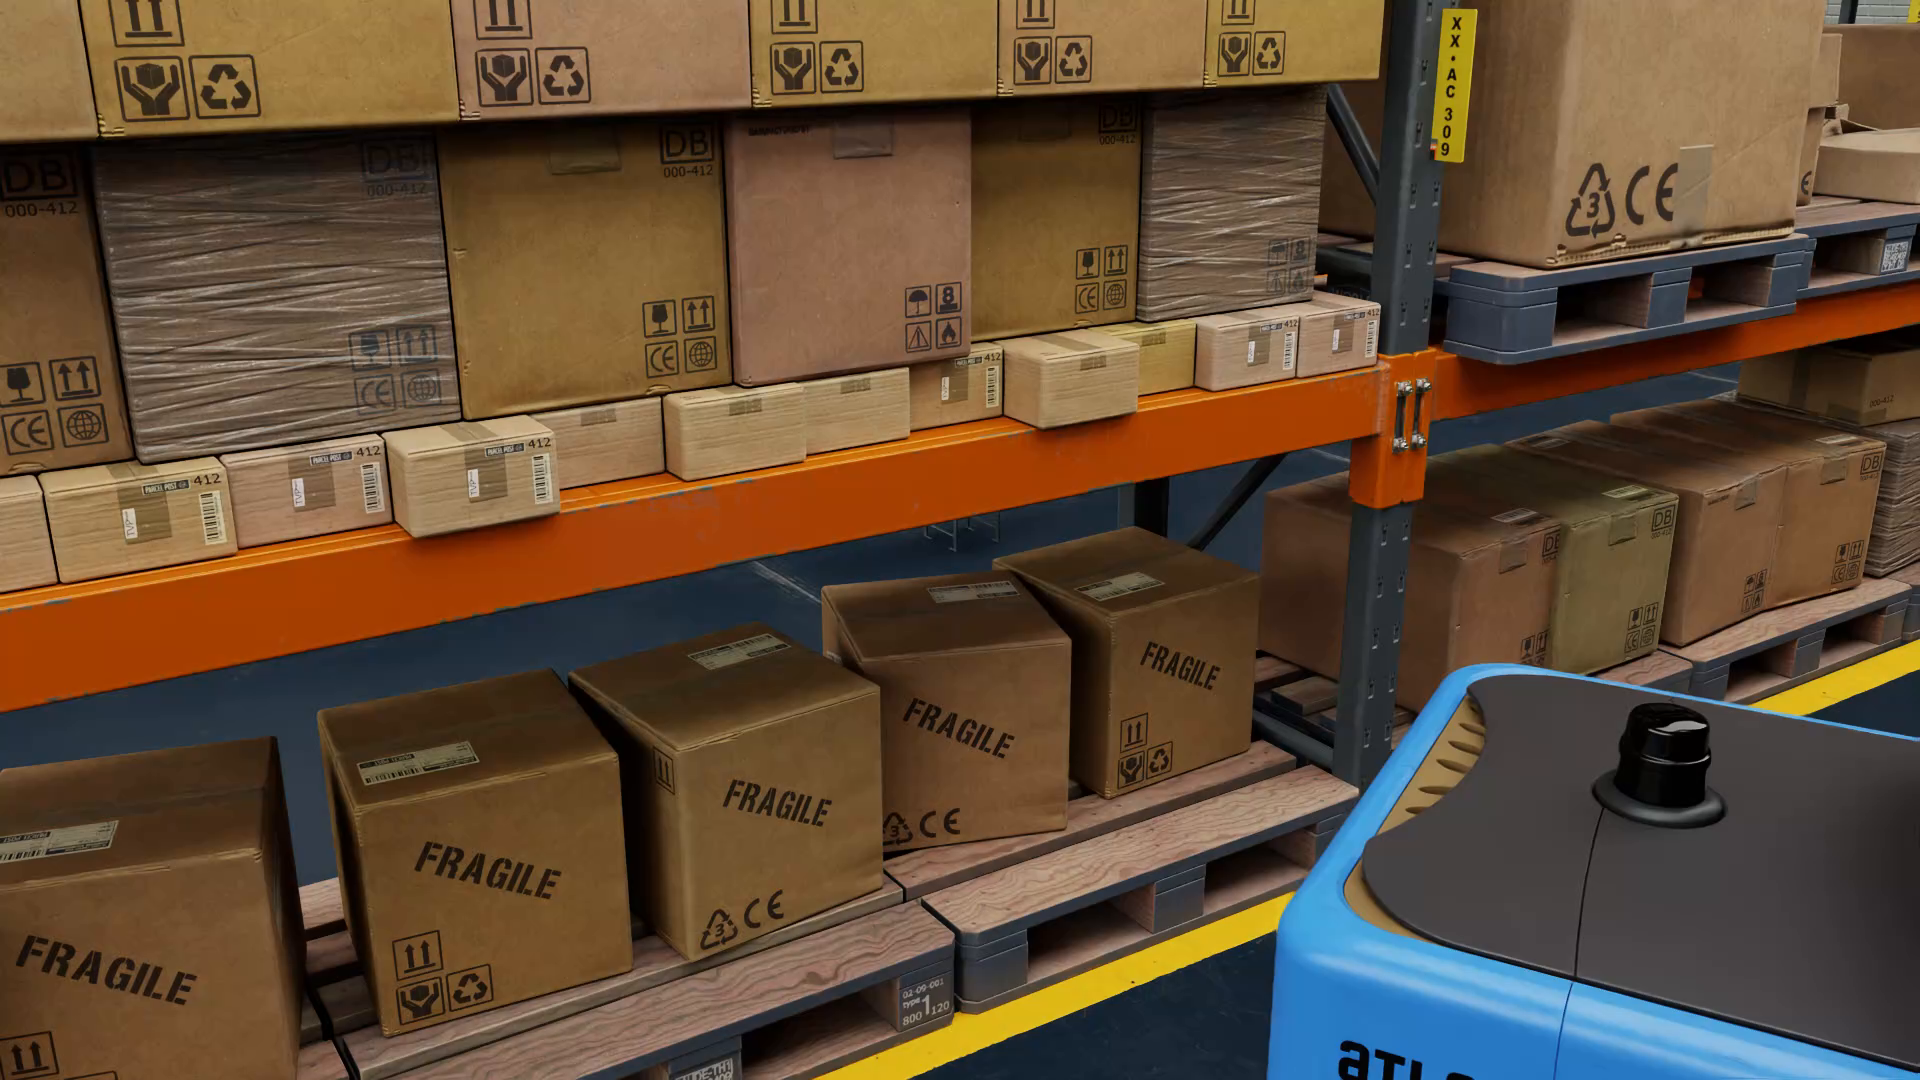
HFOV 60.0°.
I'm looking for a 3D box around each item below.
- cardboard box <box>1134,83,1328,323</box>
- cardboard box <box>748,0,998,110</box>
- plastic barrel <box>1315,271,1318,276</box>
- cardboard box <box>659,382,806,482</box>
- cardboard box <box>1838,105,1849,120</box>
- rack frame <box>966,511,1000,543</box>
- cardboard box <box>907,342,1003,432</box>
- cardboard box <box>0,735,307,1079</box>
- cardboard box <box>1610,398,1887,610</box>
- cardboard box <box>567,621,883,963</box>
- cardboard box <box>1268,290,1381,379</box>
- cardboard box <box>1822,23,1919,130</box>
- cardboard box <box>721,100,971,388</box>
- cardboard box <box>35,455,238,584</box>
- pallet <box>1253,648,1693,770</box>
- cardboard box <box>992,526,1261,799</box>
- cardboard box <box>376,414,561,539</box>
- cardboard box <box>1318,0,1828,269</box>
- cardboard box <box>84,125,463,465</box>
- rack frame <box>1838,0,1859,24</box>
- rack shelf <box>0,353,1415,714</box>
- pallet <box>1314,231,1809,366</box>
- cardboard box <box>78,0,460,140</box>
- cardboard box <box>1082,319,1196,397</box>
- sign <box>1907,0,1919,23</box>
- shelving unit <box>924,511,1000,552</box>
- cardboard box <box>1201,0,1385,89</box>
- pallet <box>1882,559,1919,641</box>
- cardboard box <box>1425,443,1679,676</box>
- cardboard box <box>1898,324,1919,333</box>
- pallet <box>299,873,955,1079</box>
[{"bbox_3d":[0.376,-0.866,4.001,0.500,0.500,0.875,-12,22,-31],"label":"cardboard box"},{"bbox_3d":[-0.274,-1.073,3.053,0.500,0.500,0.500,-12,22,-31],"label":"cardboard box"},{"bbox_3d":[2.224,-2.004,11.218,0.421,0.512,0.421,0,19,0],"label":"plastic barrel"},{"bbox_3d":[-0.493,-0.244,3.176,0.250,0.149,0.380,-12,22,-31],"label":"cardboard box"},{"bbox_3d":[2.600,-1.339,5.600,0.500,0.250,0.500,-13,22,-33],"label":"cardboard box"},{"bbox_3d":[0.092,-0.446,6.658,0.006,0.900,0.240,-12,22,-31],"label":"rack frame"},{"bbox_3d":[-0.117,-0.353,3.496,0.250,0.149,0.380,-12,22,-31],"label":"cardboard box"},{"bbox_3d":[-1.544,0.730,3.150,0.500,0.500,0.500,-6,20,-17],"label":"cardboard box"},{"bbox_3d":[2.652,-0.143,5.699,0.500,0.500,0.700,-10,21,-27],"label":"cardboard box"},{"bbox_3d":[-0.520,0.538,3.717,0.500,0.500,0.500,-14,23,-36],"label":"cardboard box"},{"bbox_3d":[0.768,-0.505,3.946,0.250,0.149,0.380,-12,22,-31],"label":"cardboard box"},{"bbox_3d":[3.286,-1.460,5.568,0.500,0.500,0.700,-8,20,-23],"label":"cardboard box"},{"bbox_3d":[-0.423,-0.672,3.428,0.500,0.500,0.875,-12,22,-31],"label":"cardboard box"},{"bbox_3d":[-1.340,-0.074,2.671,0.250,0.149,0.380,-12,22,-31],"label":"cardboard box"},{"bbox_3d":[1.435,0.443,5.104,1.213,0.211,1.003,-12,22,-31],"label":"pallet"},{"bbox_3d":[0.429,0.305,4.407,0.500,0.500,0.500,-13,22,-33],"label":"cardboard box"},{"bbox_3d":[-0.880,-0.141,2.871,0.250,0.149,0.380,-12,22,-31],"label":"cardboard box"},{"bbox_3d":[1.526,-1.326,4.390,1.000,1.000,1.000,-12,22,-31],"label":"cardboard box"},{"bbox_3d":[-1.288,-0.510,2.949,0.500,0.500,0.875,-12,22,-31],"label":"cardboard box"},{"bbox_3d":[8.084,-4.179,14.421,0.127,3.000,1.000,-12,22,-31],"label":"rack frame"},{"bbox_3d":[-0.885,-0.047,3.324,4.000,0.370,1.077,-12,22,-31],"label":"rack shelf"},{"bbox_3d":[1.504,-0.745,4.564,1.213,0.211,1.003,-12,22,-31],"label":"pallet"},{"bbox_3d":[-1.108,-0.896,2.530,0.500,0.500,0.500,-12,22,-31],"label":"cardboard box"},{"bbox_3d":[0.312,-0.435,3.741,0.250,0.149,0.380,-12,22,-31],"label":"cardboard box"},{"bbox_3d":[3.818,-2.141,6.586,0.005,0.325,0.100,-12,22,-31],"label":"sign"},{"bbox_3d":[0.007,-0.428,6.605,0.210,0.900,0.258,-12,22,-31],"label":"shelving unit"},{"bbox_3d":[0.561,-1.249,3.574,0.500,0.500,0.500,-12,22,-31],"label":"cardboard box"},{"bbox_3d":[3.473,0.014,6.375,1.213,0.211,1.003,-12,22,-31],"label":"pallet"},{"bbox_3d":[1.719,0.054,5.117,0.500,0.500,0.700,-12,22,-32],"label":"cardboard box"},{"bbox_3d":[3.583,-0.698,6.171,0.500,0.250,0.500,-11,22,-29],"label":"cardboard box"},{"bbox_3d":[-0.776,0.925,3.680,1.213,0.211,1.003,-12,22,-31],"label":"pallet"}]
